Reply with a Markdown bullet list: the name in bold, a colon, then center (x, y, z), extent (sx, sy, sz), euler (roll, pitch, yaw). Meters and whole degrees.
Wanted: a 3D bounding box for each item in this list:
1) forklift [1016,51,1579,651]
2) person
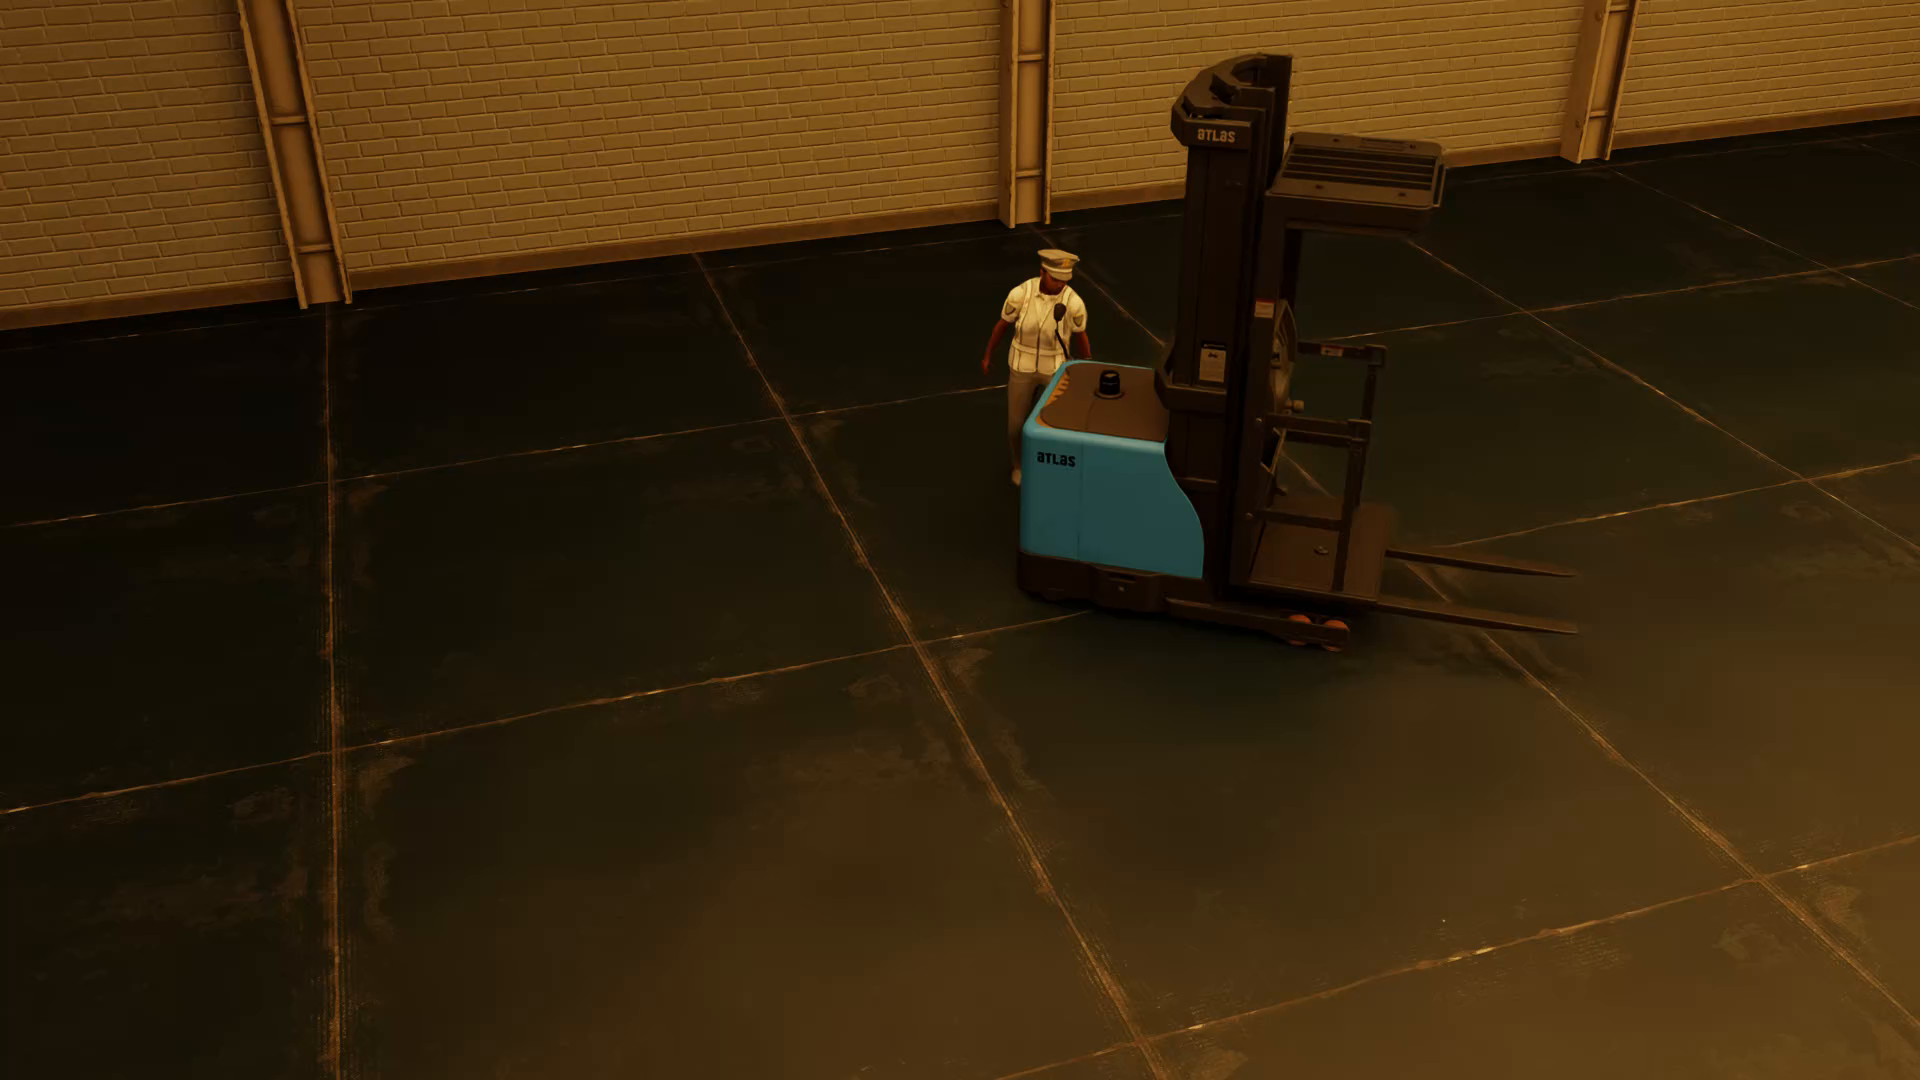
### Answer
- **forklift**: center (1.895, -0.966, 8.766), extent (3.031, 2.935, 1.130), euler (9, 31, 15)
- **person**: center (0.521, -1.040, 10.260), extent (0.812, 1.638, 0.436), euler (6, 31, 11)
